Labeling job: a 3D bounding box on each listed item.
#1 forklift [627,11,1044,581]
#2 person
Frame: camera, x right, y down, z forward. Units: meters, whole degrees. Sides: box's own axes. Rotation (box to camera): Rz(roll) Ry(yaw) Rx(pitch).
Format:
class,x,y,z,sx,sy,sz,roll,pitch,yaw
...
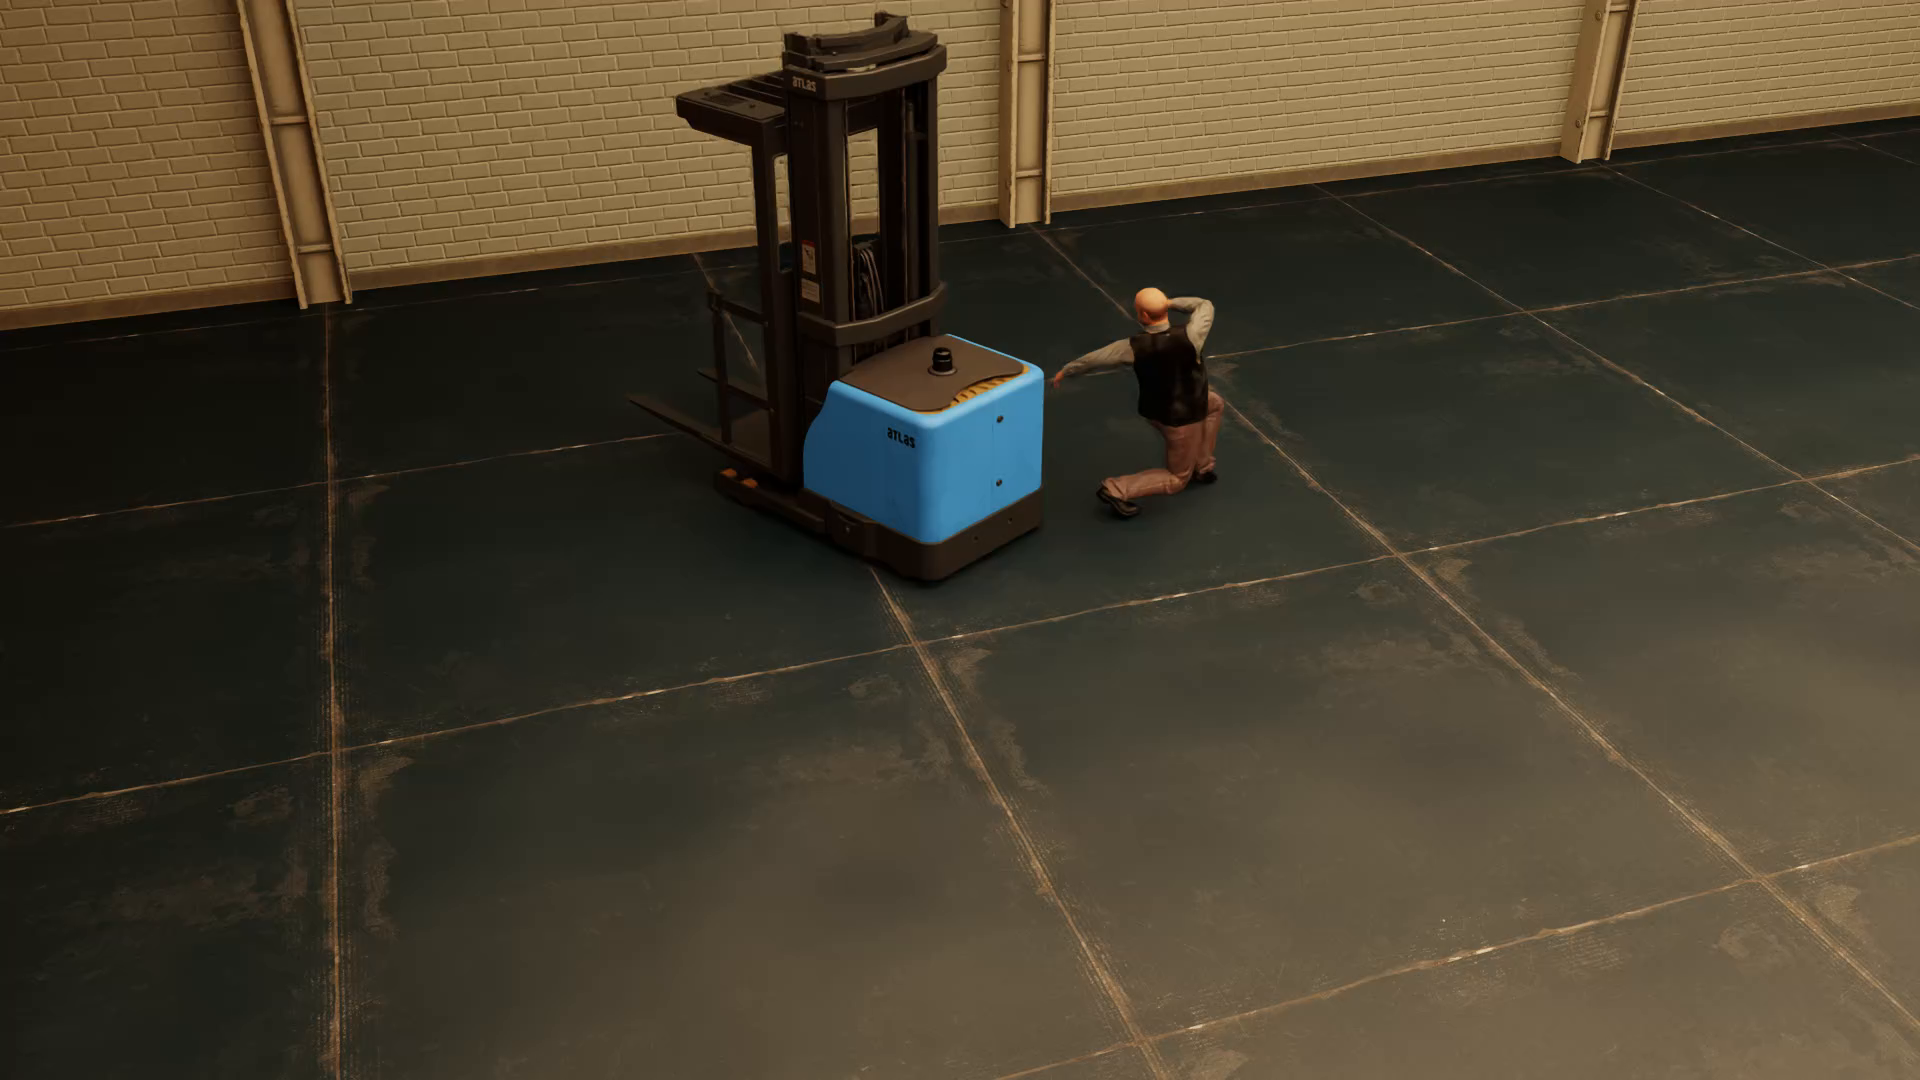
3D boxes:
class,x,y,z,sx,sy,sz,roll,pitch,yaw
forklift,-0.921,-1.658,9.968,3.031,2.935,1.130,25,38,36
person,1.154,-0.933,10.215,0.972,1.426,0.887,-24,38,-35
